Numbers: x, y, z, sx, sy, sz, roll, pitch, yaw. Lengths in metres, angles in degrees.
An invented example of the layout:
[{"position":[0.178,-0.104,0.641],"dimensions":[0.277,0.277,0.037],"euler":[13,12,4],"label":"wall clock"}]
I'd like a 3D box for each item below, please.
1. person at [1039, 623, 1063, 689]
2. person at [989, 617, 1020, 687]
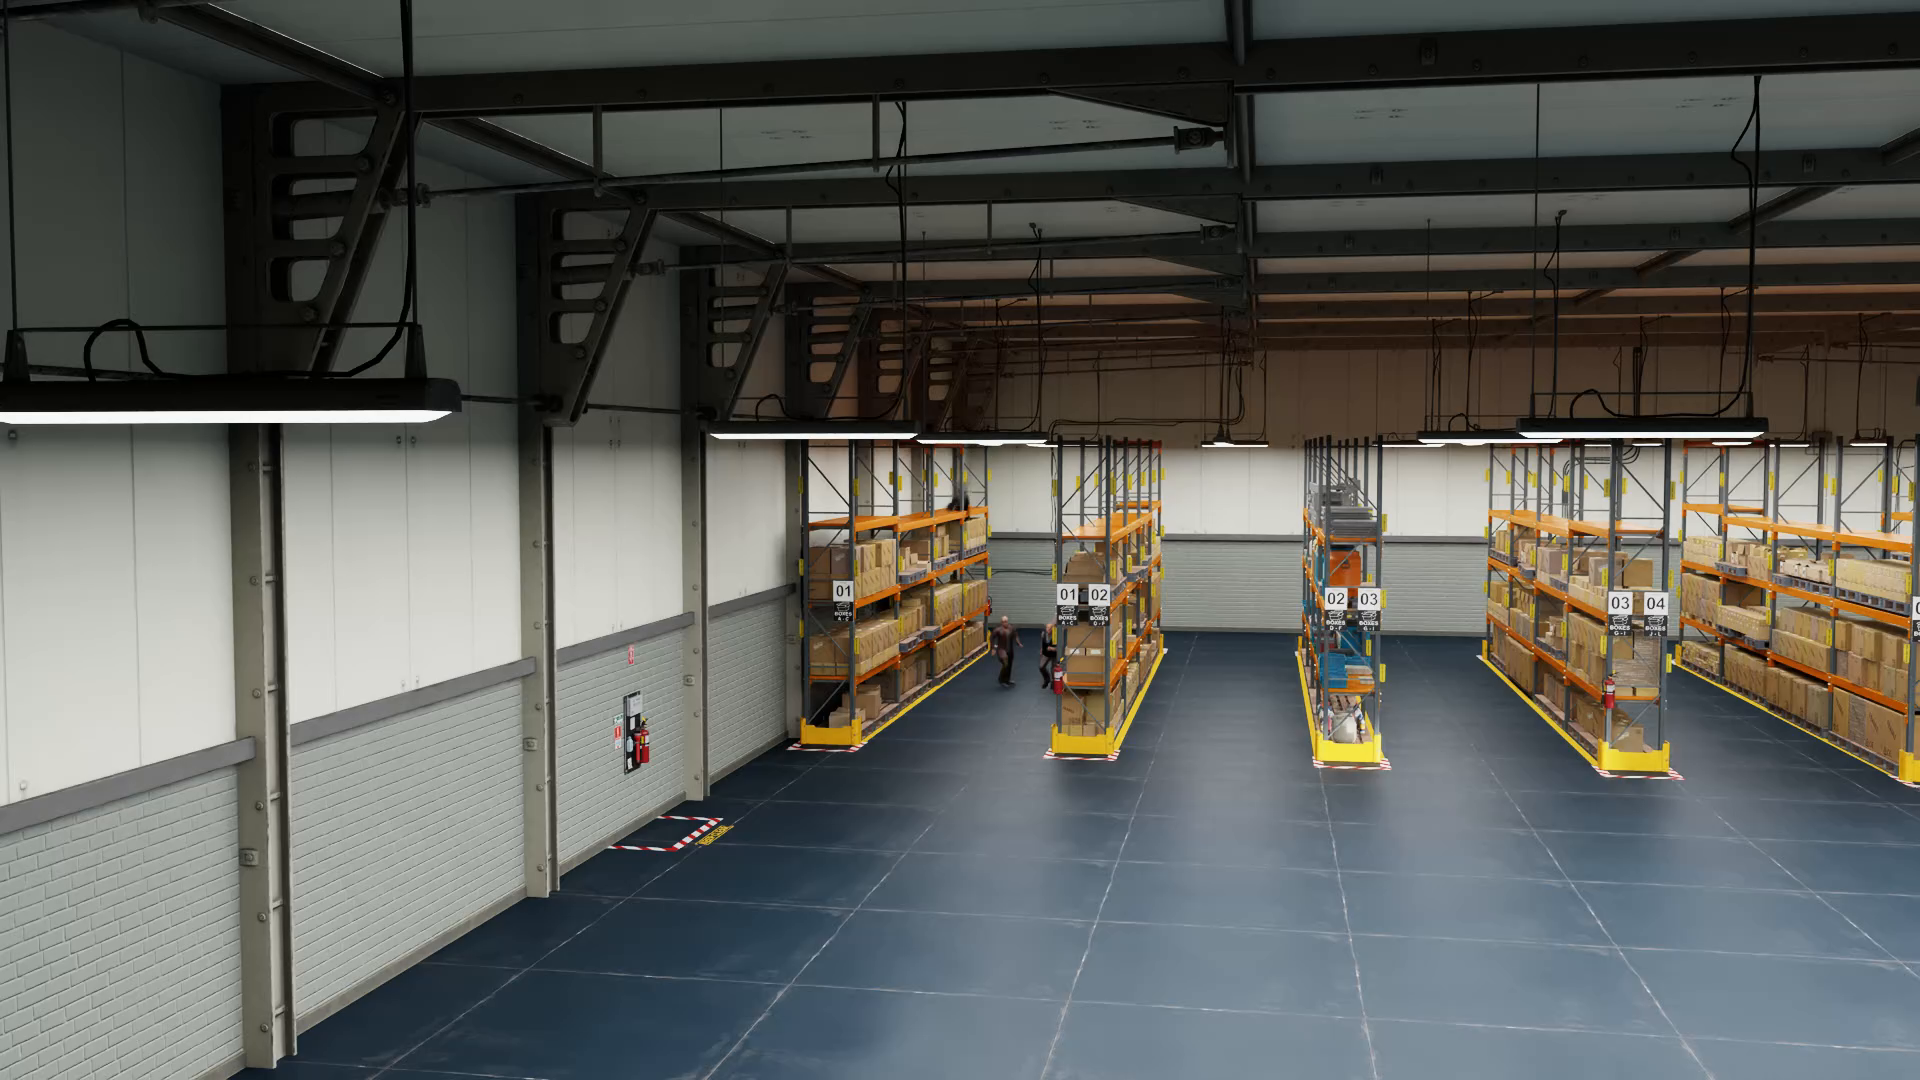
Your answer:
[{"position":[2.167,2.760,39.638],"dimensions":[0.674,1.593,0.984],"euler":[1,3,19],"label":"person"},{"position":[1.125,2.719,40.349],"dimensions":[0.707,1.746,0.871],"euler":[-2,4,-34],"label":"person"}]
